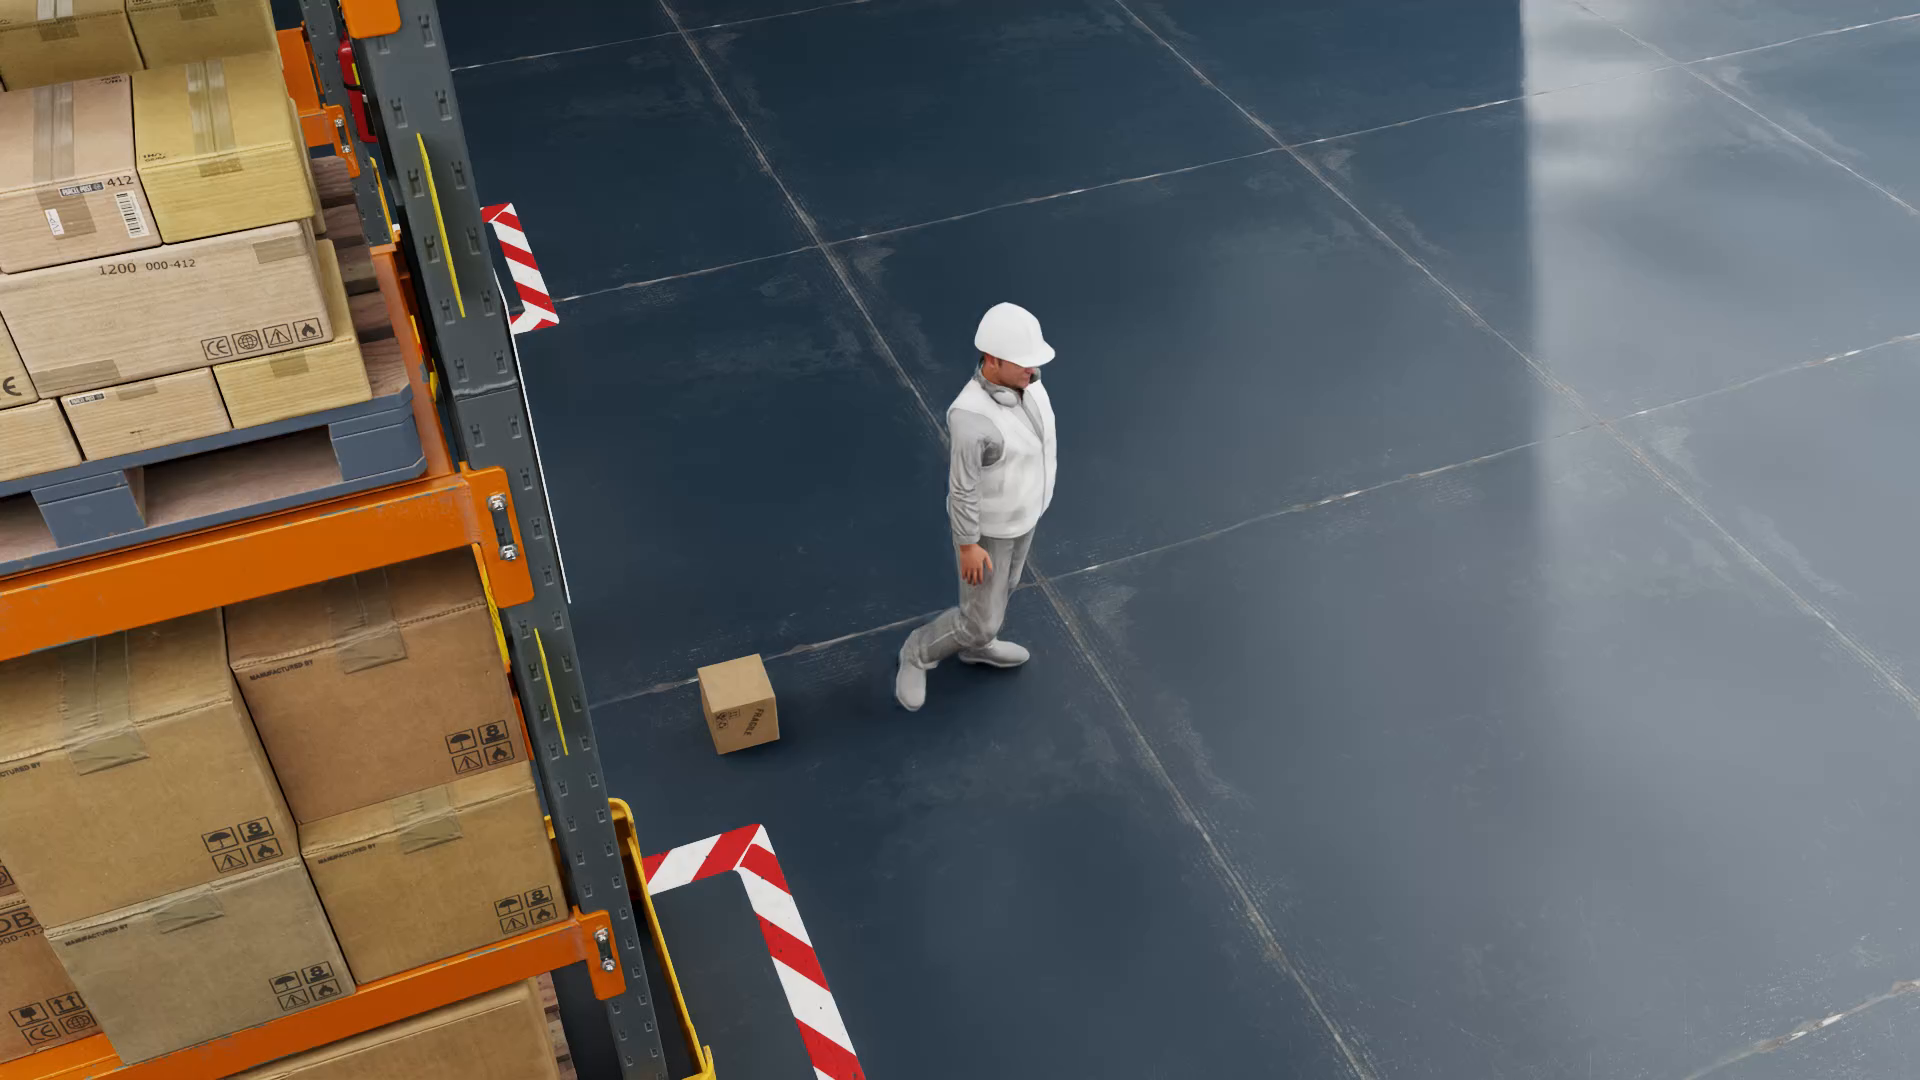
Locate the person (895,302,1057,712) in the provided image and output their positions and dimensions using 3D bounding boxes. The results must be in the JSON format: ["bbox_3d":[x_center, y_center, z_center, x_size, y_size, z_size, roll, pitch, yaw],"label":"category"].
[{"bbox_3d":[0.051,-0.101,6.238,0.517,1.759,0.690,20,45,21],"label":"person"}]
